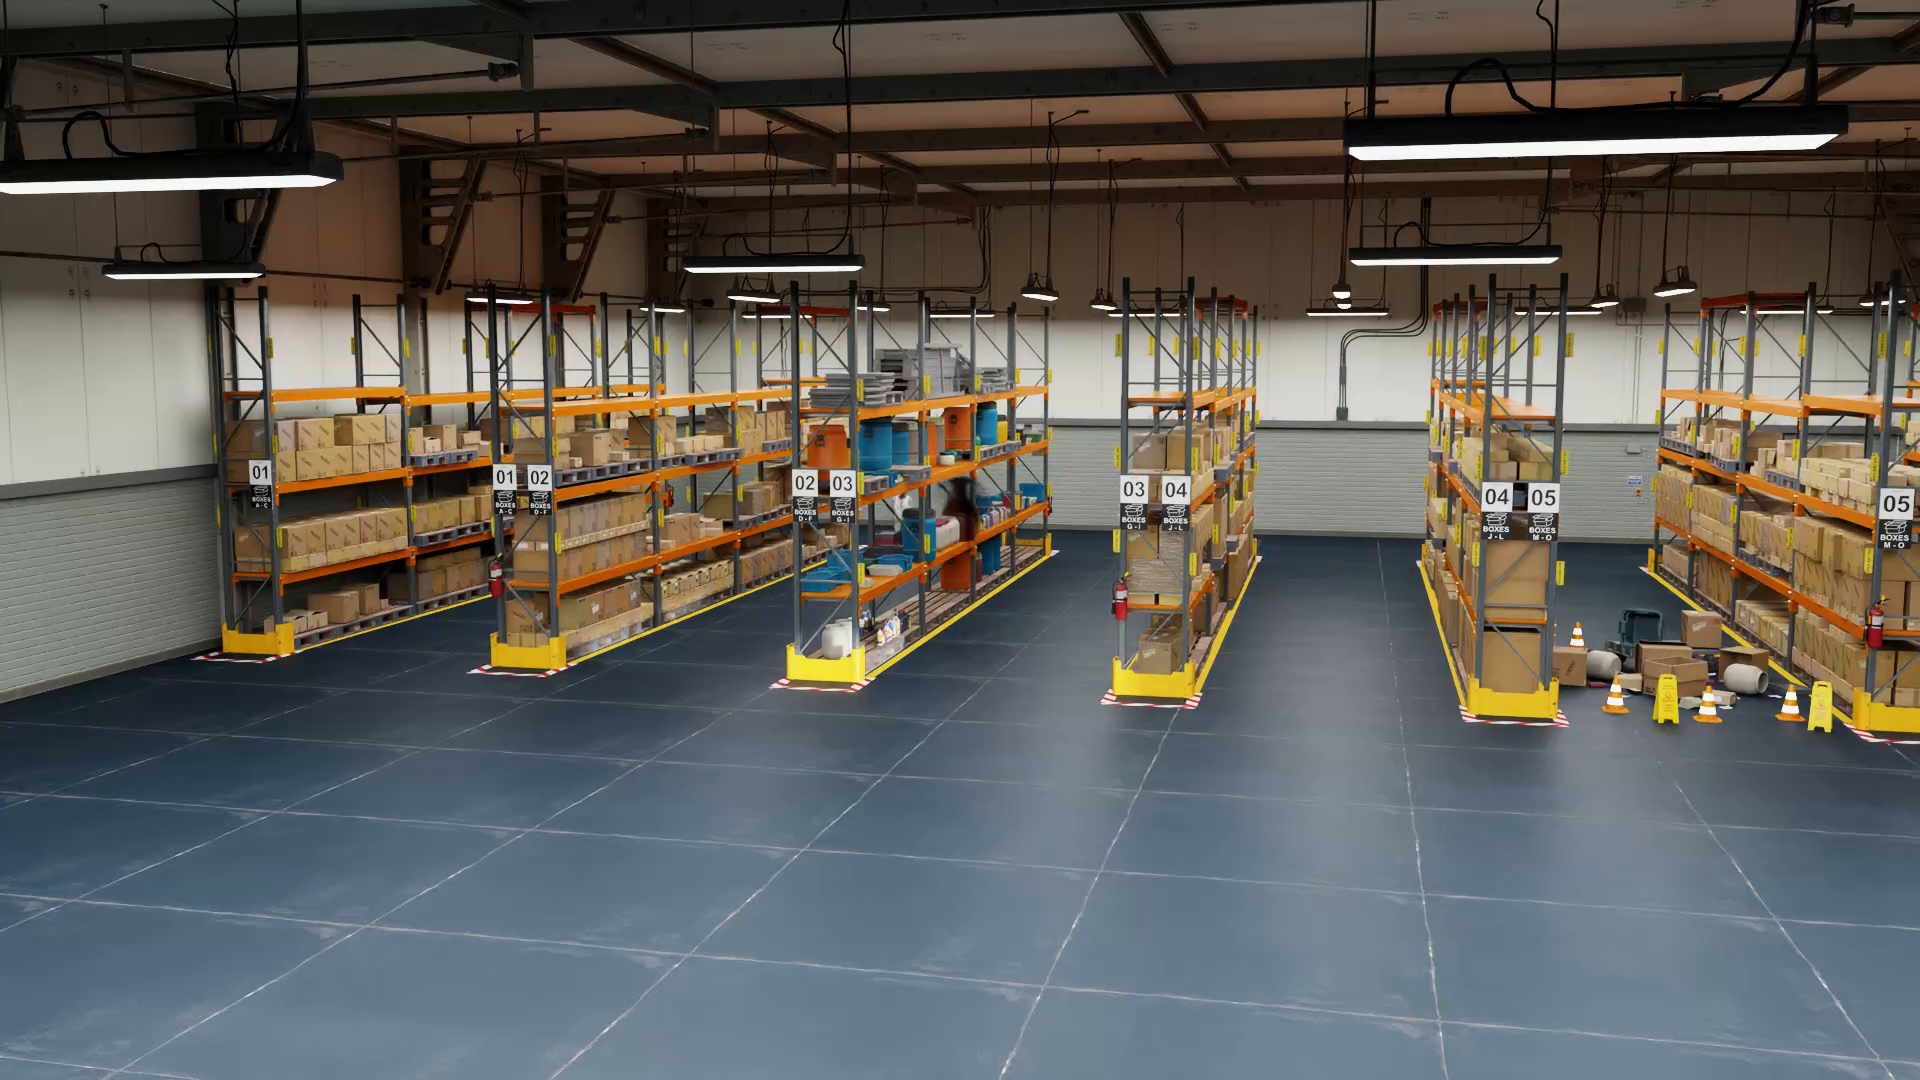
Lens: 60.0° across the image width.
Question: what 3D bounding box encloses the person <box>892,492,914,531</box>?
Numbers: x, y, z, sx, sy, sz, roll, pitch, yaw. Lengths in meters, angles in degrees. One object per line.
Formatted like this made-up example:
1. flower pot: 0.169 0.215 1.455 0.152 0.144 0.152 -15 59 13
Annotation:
1. person: -1.404 -0.502 40.372 0.608 1.728 1.036 2 7 18

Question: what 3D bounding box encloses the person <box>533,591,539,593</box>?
1. person: -7.588 0.712 30.171 0.523 1.793 0.557 -2 7 -21
